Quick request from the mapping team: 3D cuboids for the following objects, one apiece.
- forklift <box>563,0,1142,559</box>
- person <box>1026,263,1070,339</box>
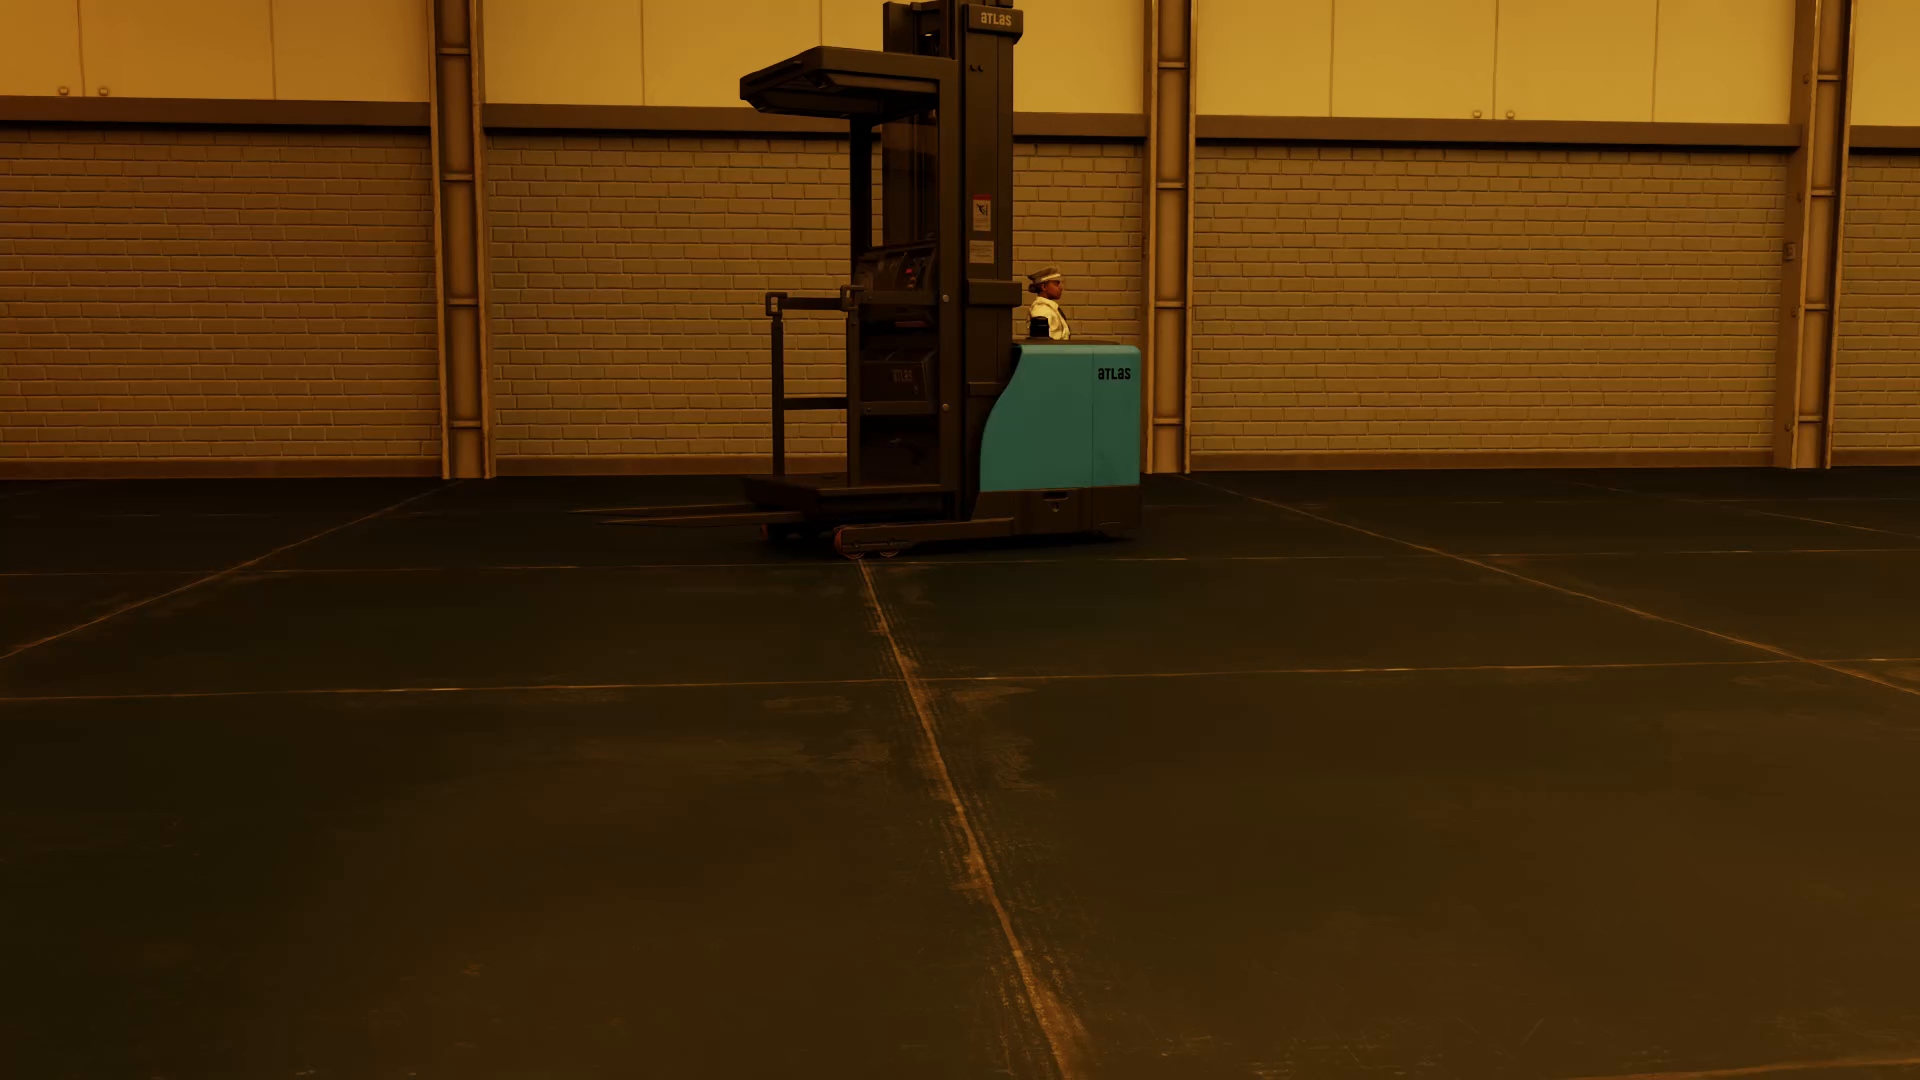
[{"bbox_3d":[-0.536,-1.426,8.780,3.031,2.935,1.130,-3,7,-28],"label":"forklift"},{"bbox_3d":[0.642,-1.169,12.172,0.337,1.691,0.447,0,6,2],"label":"person"}]
